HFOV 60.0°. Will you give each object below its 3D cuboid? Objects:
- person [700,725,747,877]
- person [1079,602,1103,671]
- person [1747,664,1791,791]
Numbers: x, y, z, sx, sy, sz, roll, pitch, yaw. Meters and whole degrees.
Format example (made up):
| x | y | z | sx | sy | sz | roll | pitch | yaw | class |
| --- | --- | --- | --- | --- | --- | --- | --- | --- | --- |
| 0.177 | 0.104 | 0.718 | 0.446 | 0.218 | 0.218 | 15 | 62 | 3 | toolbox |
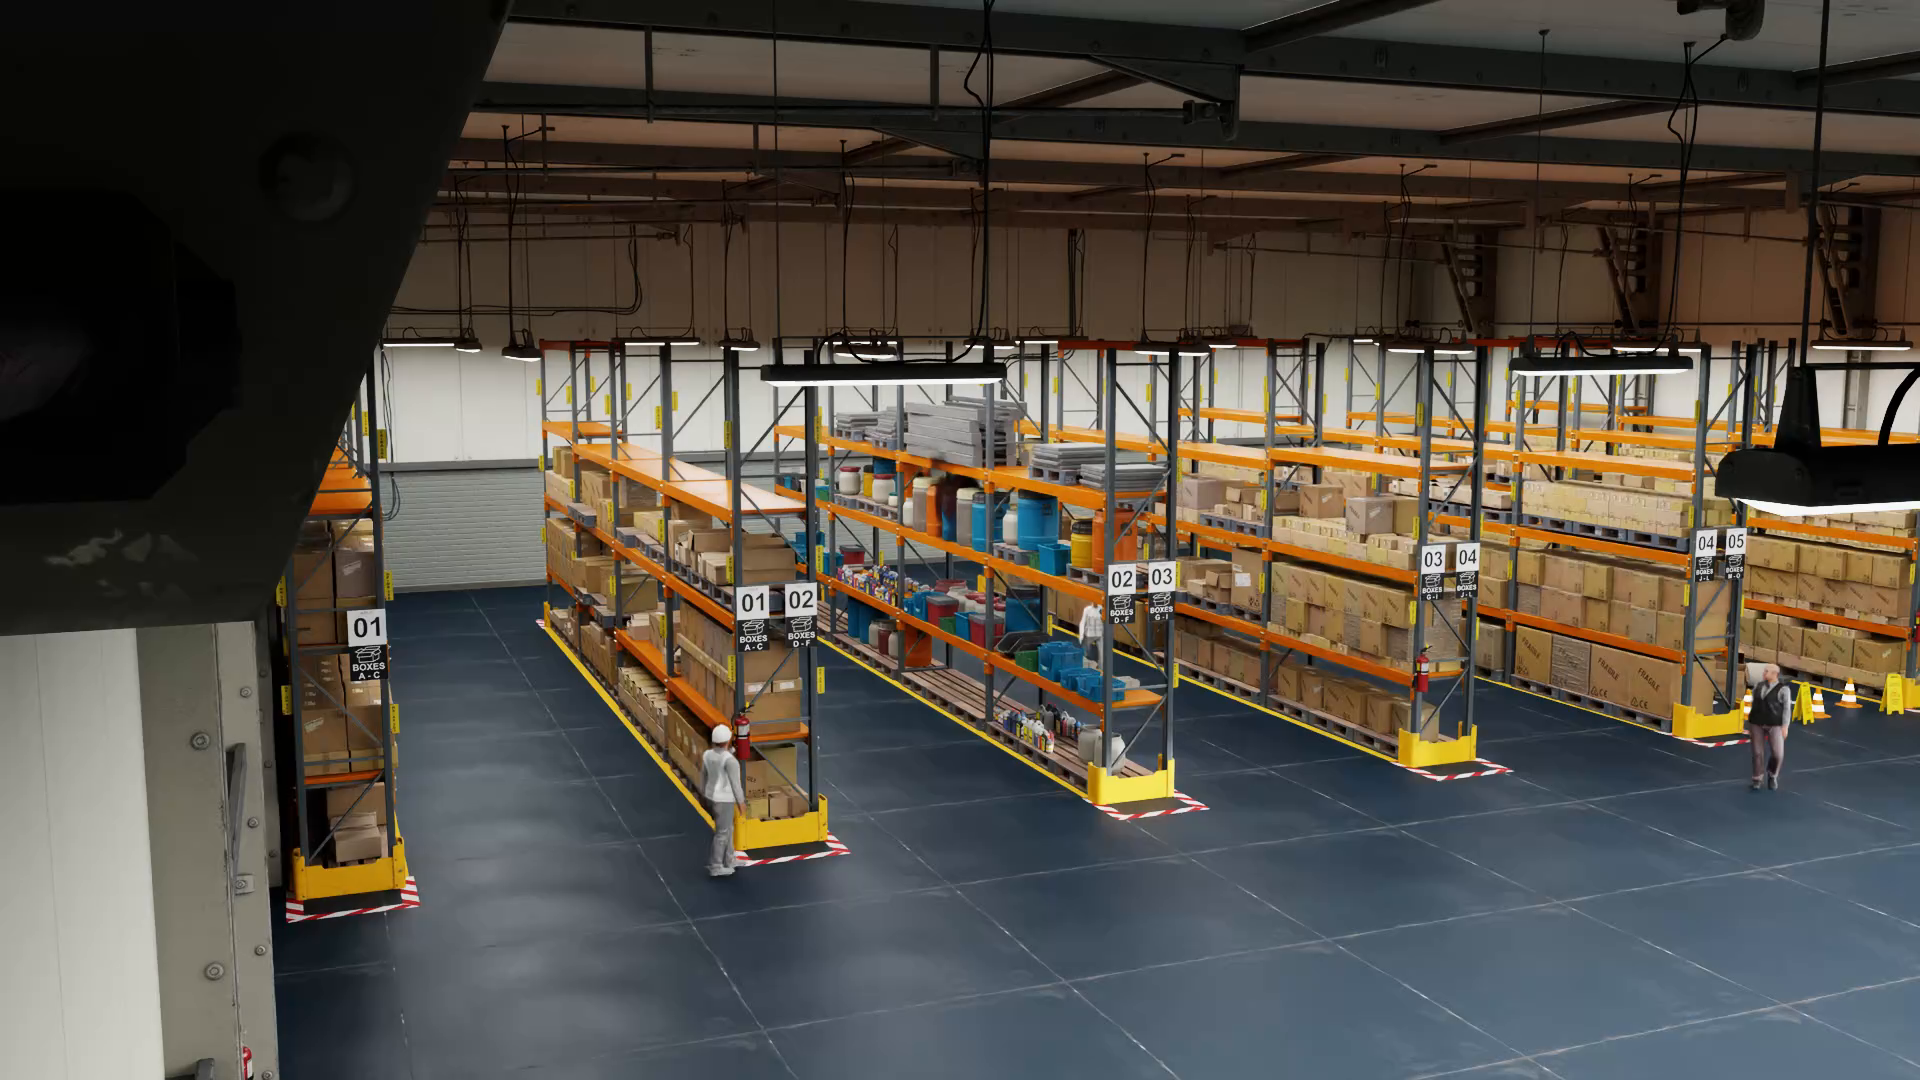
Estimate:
| x | y | z | sx | sy | sz | roll | pitch | yaw | class |
| --- | --- | --- | --- | --- | --- | --- | --- | --- | --- |
| -2.661 | 2.985 | 19.171 | 0.568 | 1.775 | 0.558 | -5 | 9 | -31 | person |
| 2.371 | 1.693 | 29.360 | 0.624 | 1.634 | 1.023 | -2 | 8 | -12 | person |
| 10.971 | 2.548 | 22.566 | 0.514 | 1.739 | 0.477 | 3 | 8 | 24 | person |
